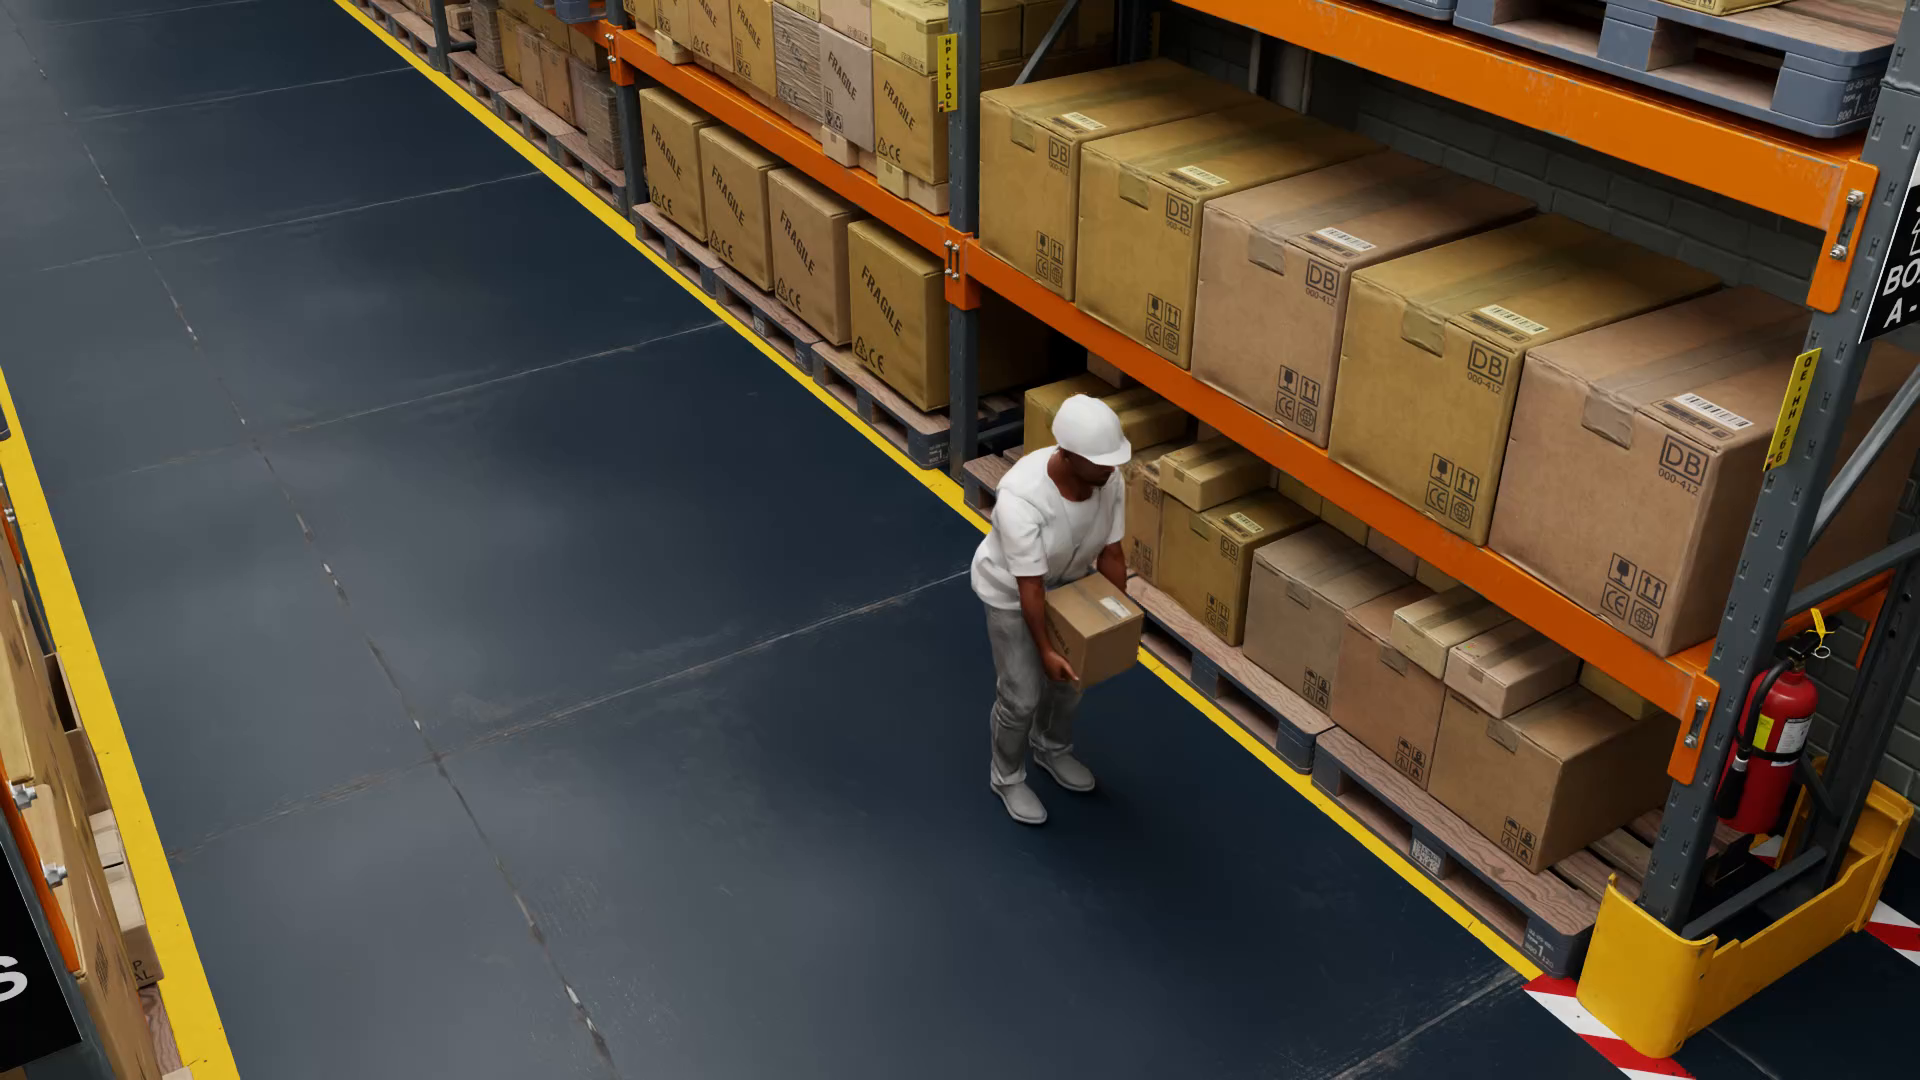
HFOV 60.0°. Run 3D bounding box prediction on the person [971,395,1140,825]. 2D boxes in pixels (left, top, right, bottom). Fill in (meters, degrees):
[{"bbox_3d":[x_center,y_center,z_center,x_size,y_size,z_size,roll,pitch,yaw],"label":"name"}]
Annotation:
[{"bbox_3d":[0.342,0.232,5.793,0.493,1.719,0.611,-21,38,-29],"label":"person"}]
